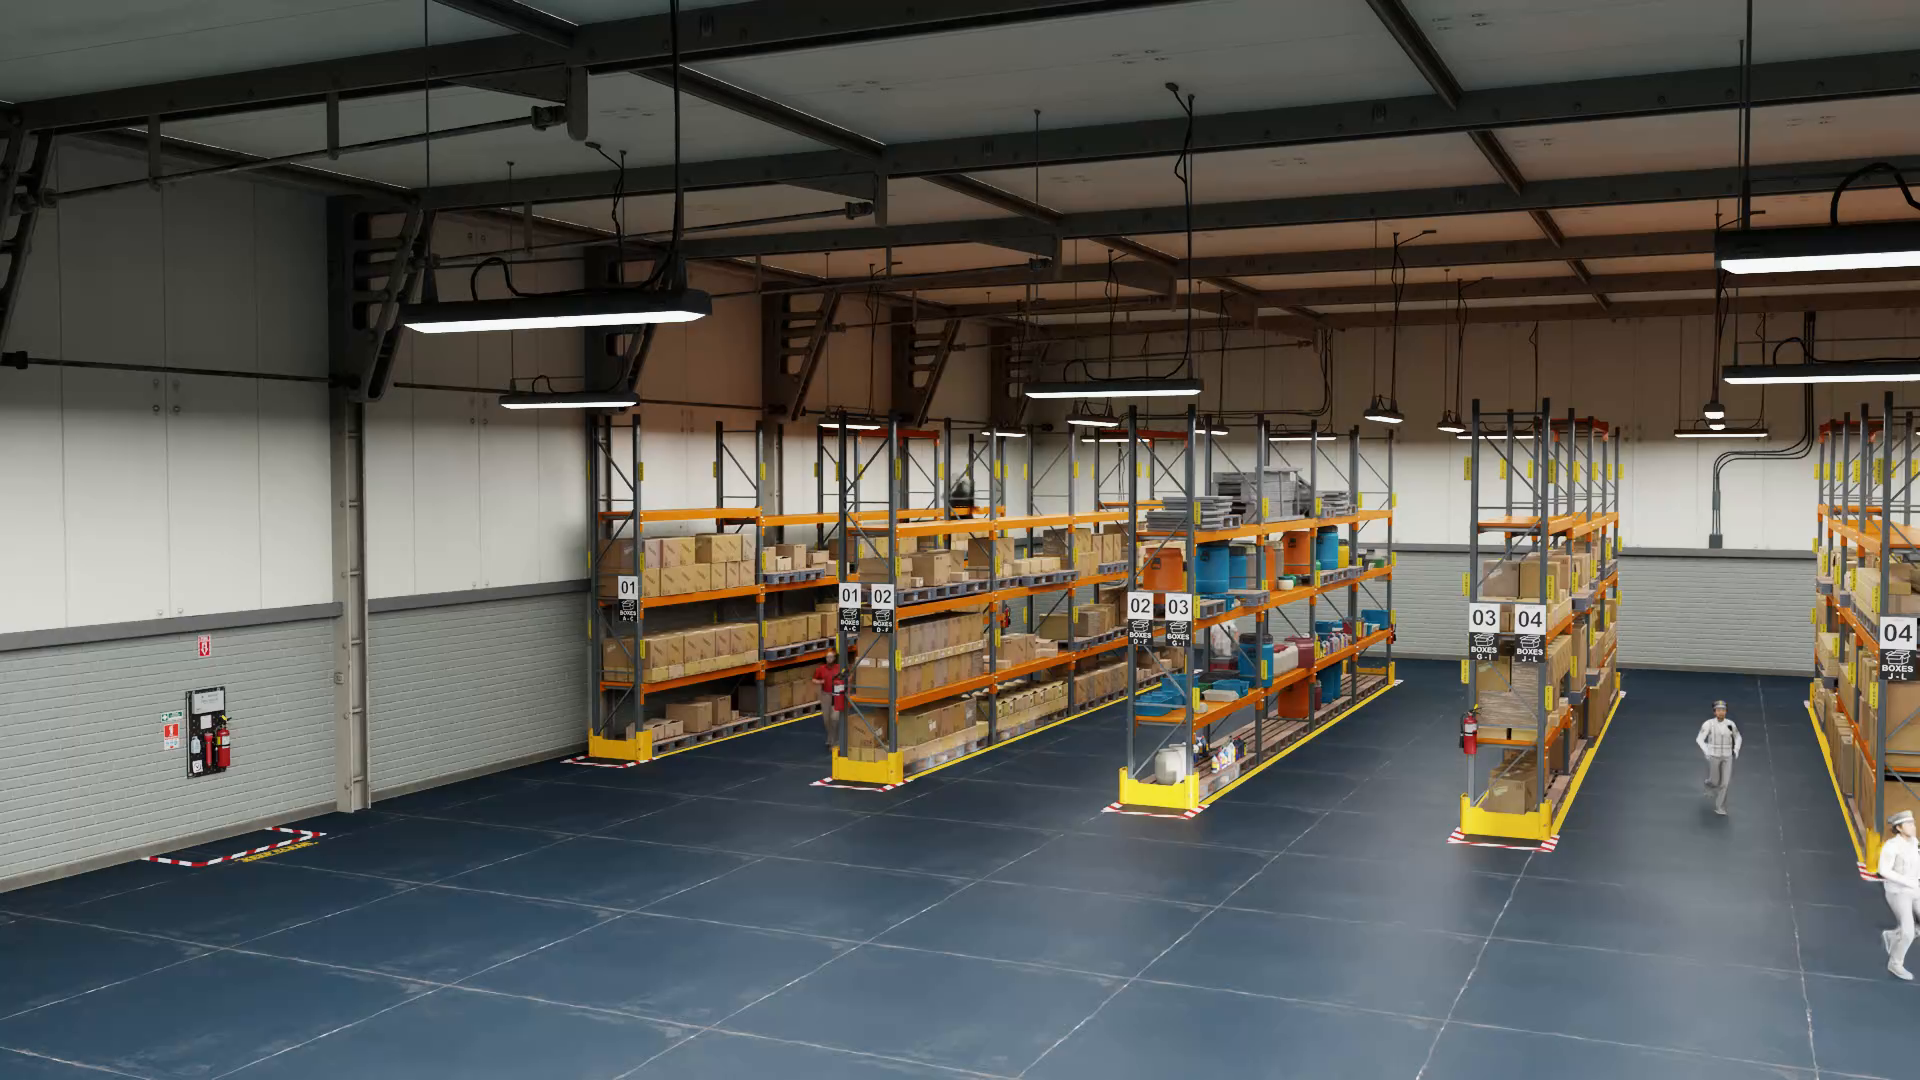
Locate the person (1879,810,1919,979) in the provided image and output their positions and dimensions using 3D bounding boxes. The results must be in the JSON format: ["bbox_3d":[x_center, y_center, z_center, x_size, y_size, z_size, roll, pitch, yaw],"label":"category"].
[{"bbox_3d":[9.377,3.496,16.463,0.658,1.665,0.537,-1,3,-25],"label":"person"}]

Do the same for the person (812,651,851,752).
[{"bbox_3d":[-2.332,2.898,30.076,0.664,1.793,0.847,0,2,9],"label":"person"}]

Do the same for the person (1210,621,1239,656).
[{"bbox_3d":[6.175,2.517,39.009,0.674,1.768,0.929,1,2,19],"label":"person"}]

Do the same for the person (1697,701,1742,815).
[{"bbox_3d":[11.183,3.177,24.449,0.633,1.651,0.677,0,2,12],"label":"person"}]
